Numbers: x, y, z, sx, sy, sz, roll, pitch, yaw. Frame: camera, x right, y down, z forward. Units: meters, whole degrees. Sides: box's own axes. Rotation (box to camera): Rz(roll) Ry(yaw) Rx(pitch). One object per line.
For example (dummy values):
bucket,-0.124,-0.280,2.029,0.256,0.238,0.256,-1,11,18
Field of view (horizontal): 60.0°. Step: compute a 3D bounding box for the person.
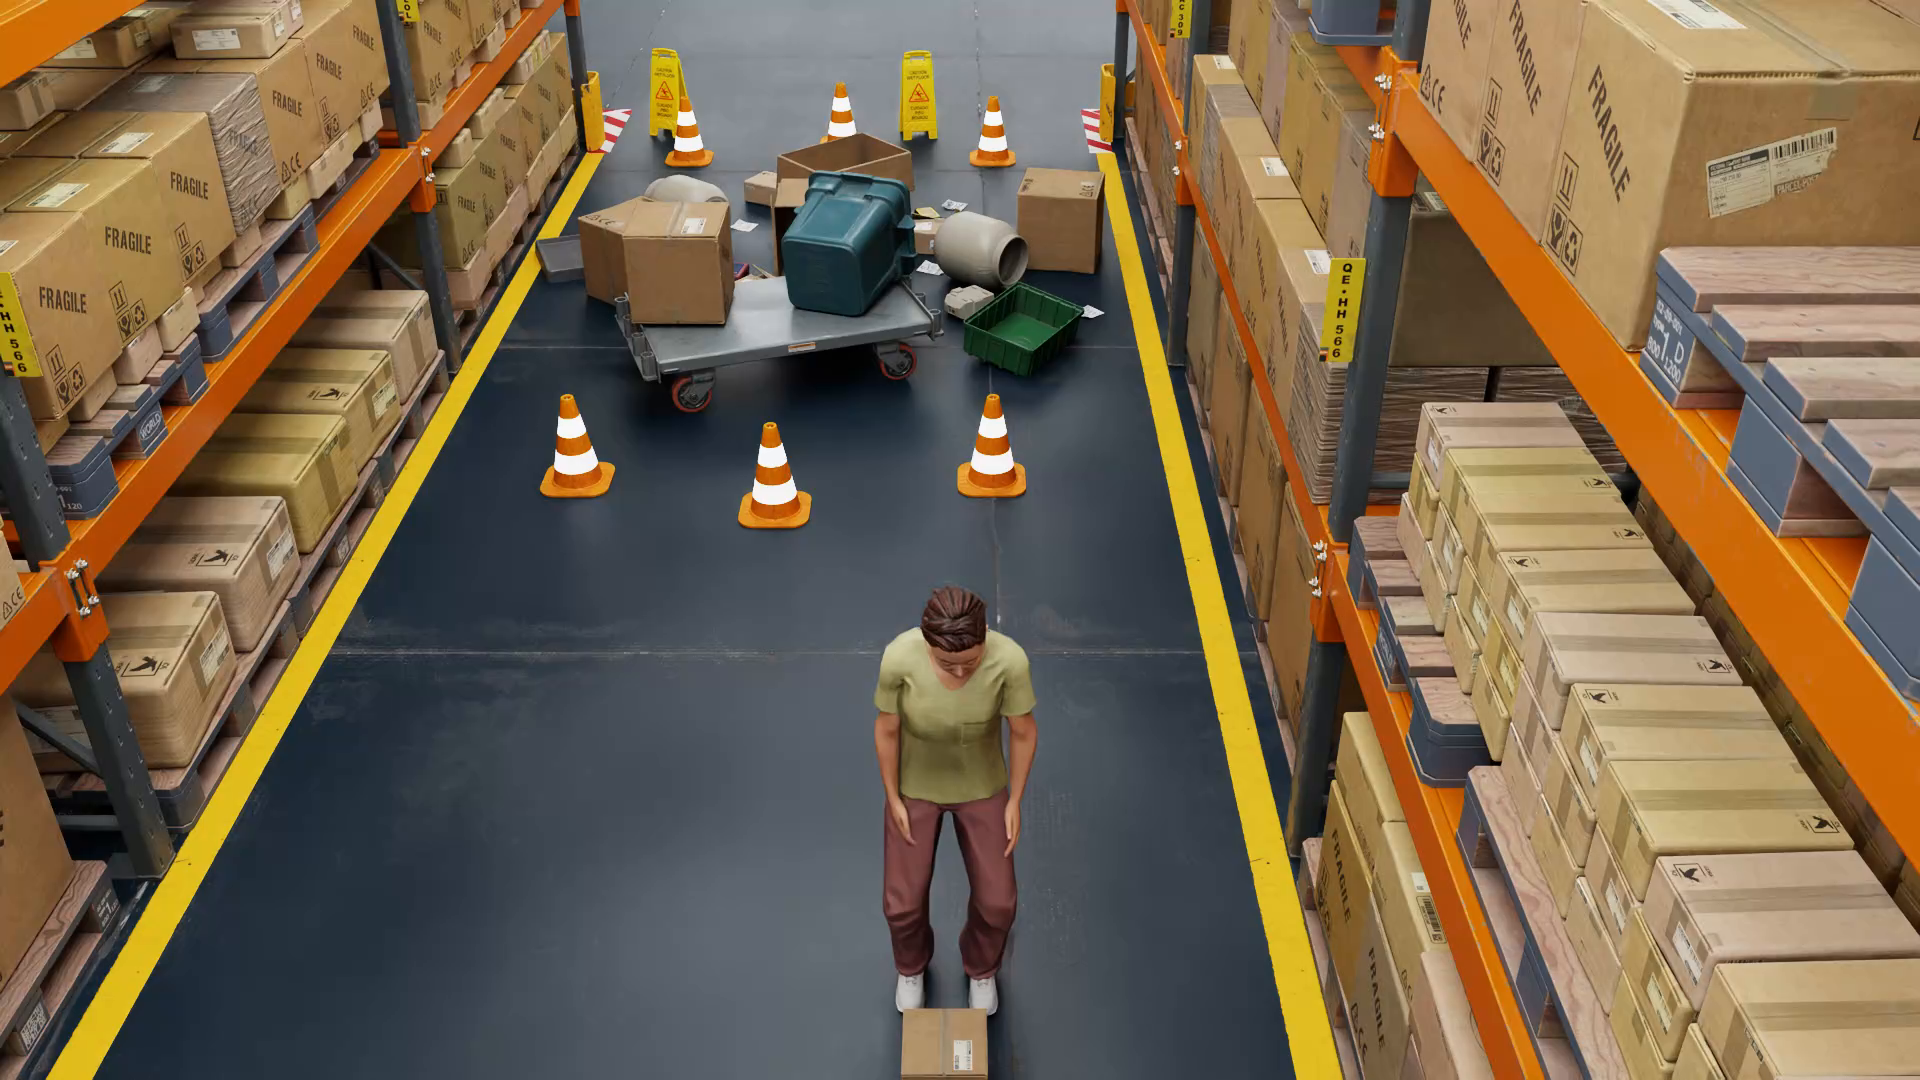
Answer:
person,-0.012,0.769,4.966,0.478,1.603,0.426,1,32,1
